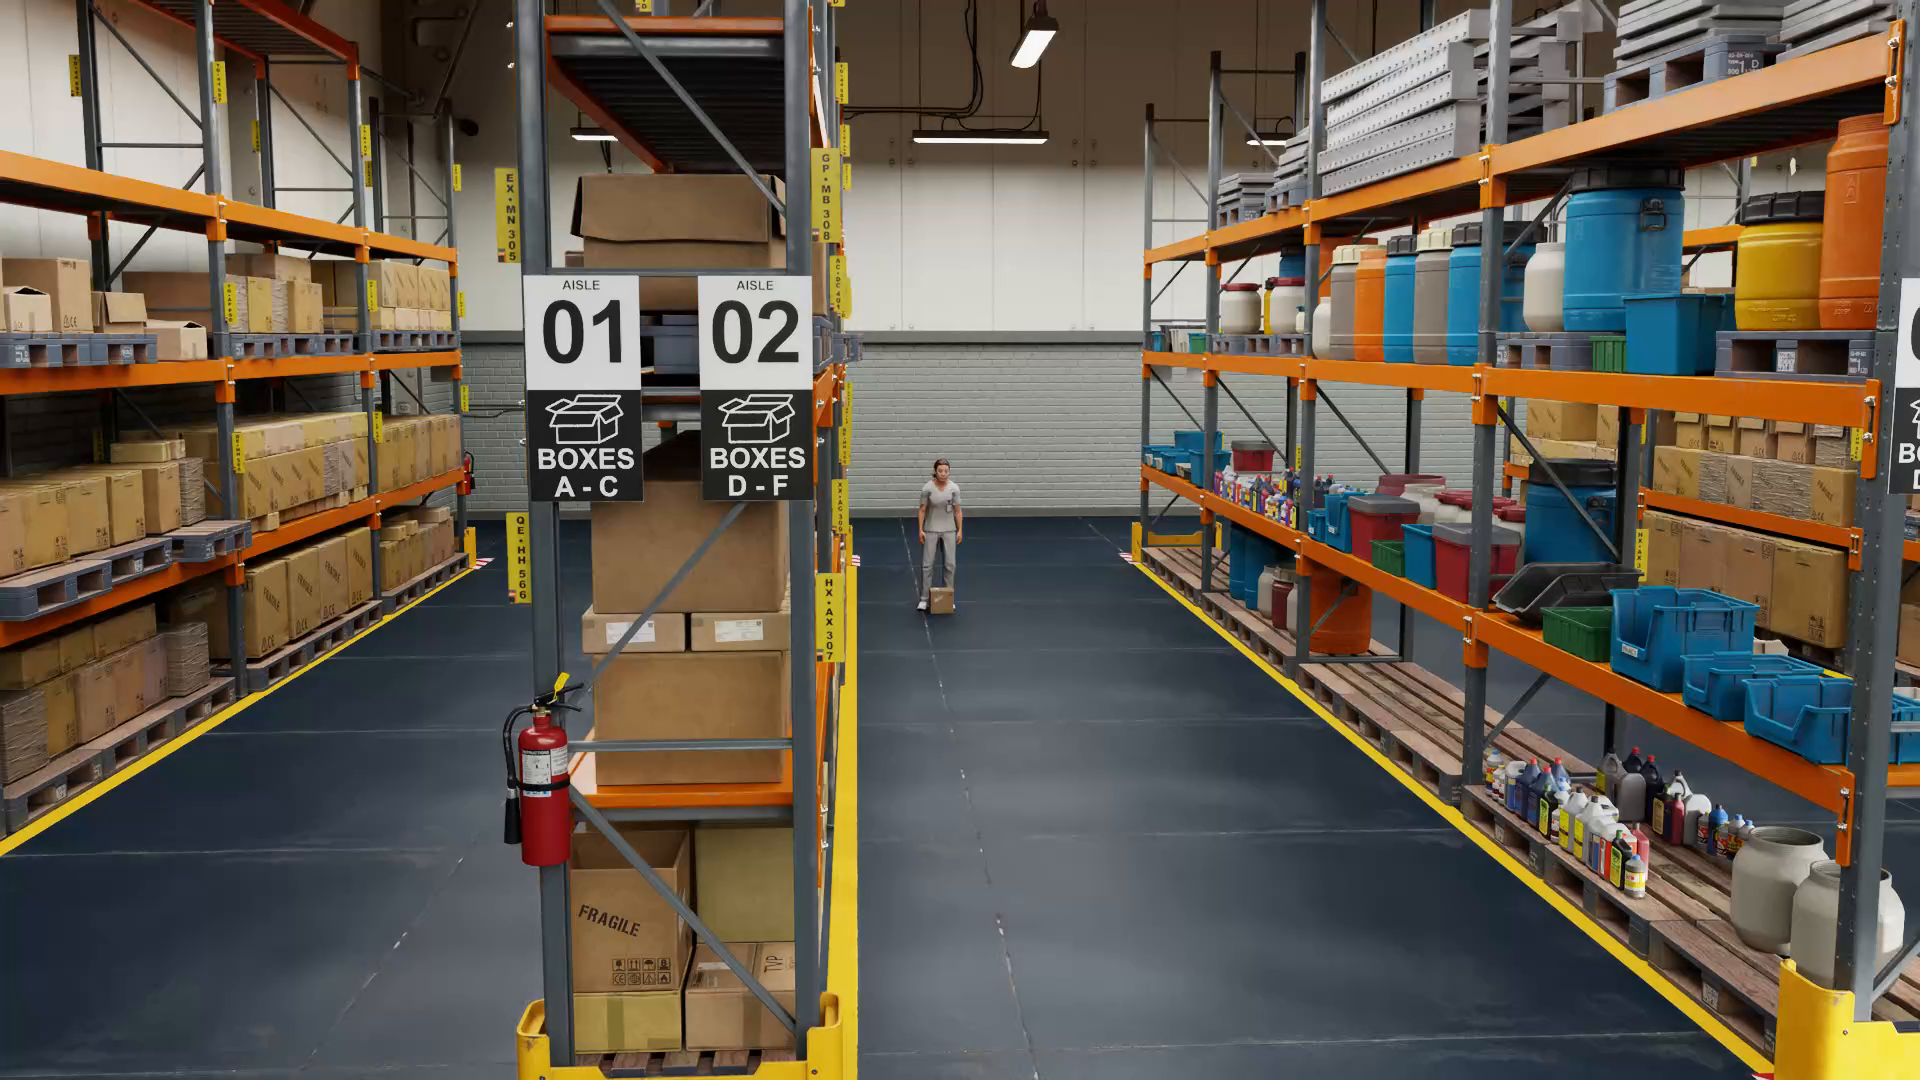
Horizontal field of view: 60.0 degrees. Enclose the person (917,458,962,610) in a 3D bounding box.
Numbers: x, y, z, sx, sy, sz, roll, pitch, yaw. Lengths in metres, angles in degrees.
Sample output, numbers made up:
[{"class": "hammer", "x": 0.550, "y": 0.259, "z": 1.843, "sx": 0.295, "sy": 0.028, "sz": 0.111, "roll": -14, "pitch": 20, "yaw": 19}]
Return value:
[{"class": "person", "x": -0.225, "y": -0.073, "z": 18.357, "sx": 0.513, "sy": 1.673, "sz": 0.358, "roll": -1, "pitch": 7, "yaw": -6}]
